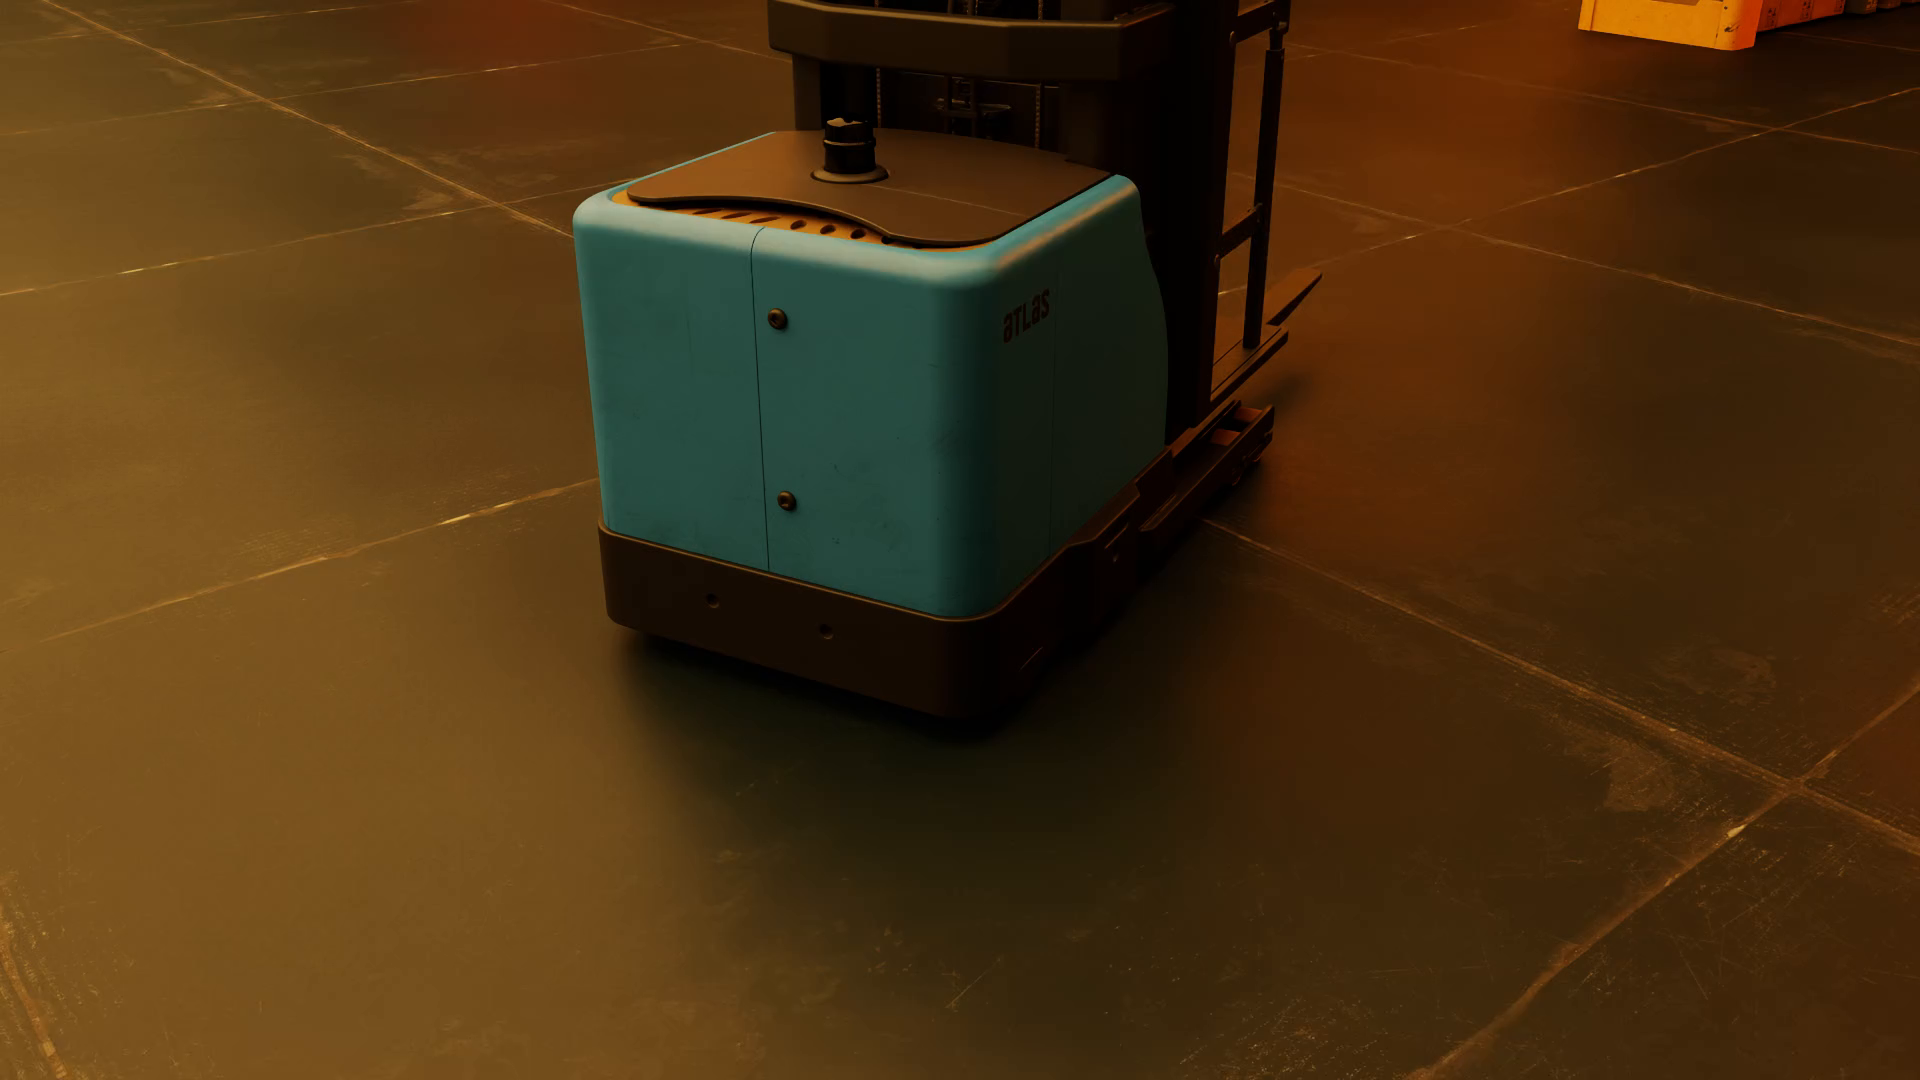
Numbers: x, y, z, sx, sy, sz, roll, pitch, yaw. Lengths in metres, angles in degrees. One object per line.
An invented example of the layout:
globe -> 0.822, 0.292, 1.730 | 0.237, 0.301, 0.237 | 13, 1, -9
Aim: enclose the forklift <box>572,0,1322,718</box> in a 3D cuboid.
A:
forklift -> 0.285, -1.552, 4.331 | 1.130, 2.935, 3.031 | 13, 29, 25
